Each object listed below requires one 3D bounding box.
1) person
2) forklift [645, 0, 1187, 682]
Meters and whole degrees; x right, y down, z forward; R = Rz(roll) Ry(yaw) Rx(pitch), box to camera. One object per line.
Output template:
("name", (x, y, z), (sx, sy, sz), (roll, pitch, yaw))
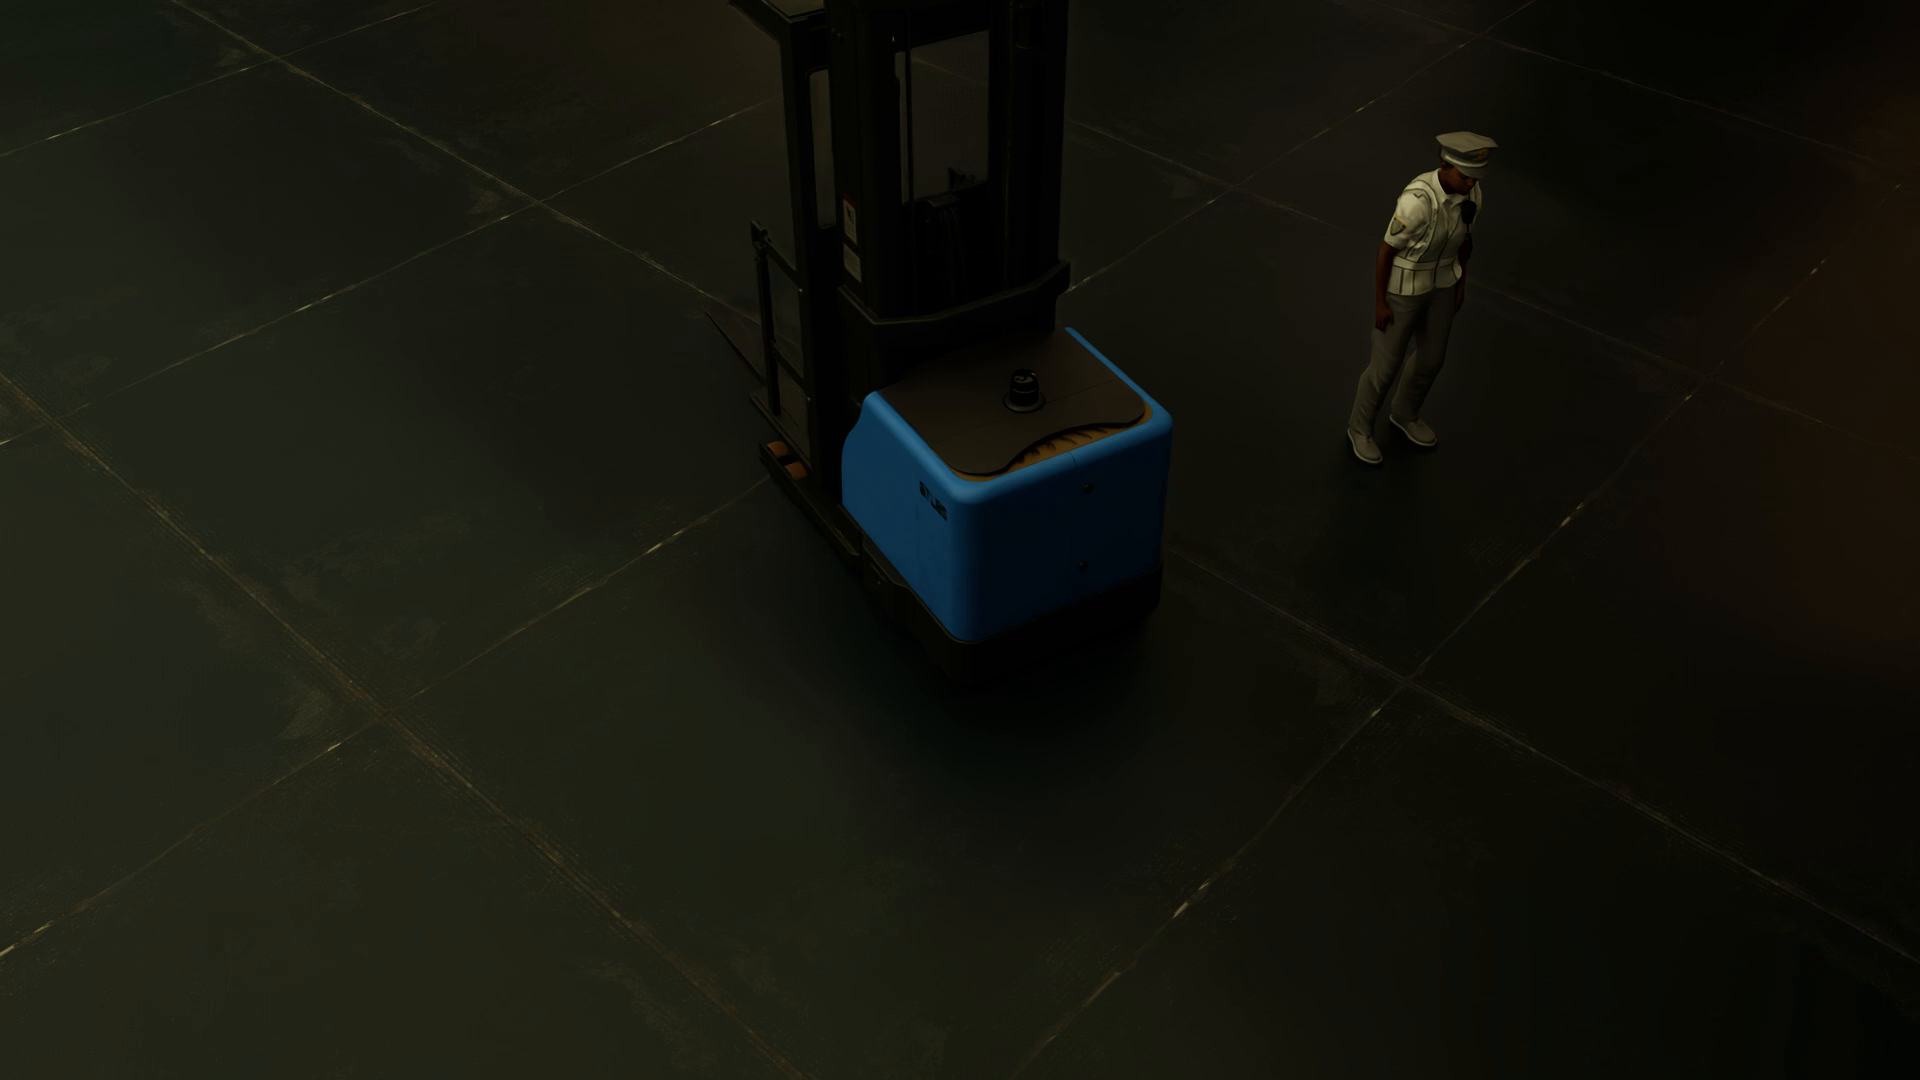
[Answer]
("person", (2.141, -1.144, 7.743), (0.510, 1.656, 0.396), (-16, 43, -18))
("forklift", (-0.399, -1.414, 7.076), (1.130, 2.935, 3.031), (-29, 48, -29))
